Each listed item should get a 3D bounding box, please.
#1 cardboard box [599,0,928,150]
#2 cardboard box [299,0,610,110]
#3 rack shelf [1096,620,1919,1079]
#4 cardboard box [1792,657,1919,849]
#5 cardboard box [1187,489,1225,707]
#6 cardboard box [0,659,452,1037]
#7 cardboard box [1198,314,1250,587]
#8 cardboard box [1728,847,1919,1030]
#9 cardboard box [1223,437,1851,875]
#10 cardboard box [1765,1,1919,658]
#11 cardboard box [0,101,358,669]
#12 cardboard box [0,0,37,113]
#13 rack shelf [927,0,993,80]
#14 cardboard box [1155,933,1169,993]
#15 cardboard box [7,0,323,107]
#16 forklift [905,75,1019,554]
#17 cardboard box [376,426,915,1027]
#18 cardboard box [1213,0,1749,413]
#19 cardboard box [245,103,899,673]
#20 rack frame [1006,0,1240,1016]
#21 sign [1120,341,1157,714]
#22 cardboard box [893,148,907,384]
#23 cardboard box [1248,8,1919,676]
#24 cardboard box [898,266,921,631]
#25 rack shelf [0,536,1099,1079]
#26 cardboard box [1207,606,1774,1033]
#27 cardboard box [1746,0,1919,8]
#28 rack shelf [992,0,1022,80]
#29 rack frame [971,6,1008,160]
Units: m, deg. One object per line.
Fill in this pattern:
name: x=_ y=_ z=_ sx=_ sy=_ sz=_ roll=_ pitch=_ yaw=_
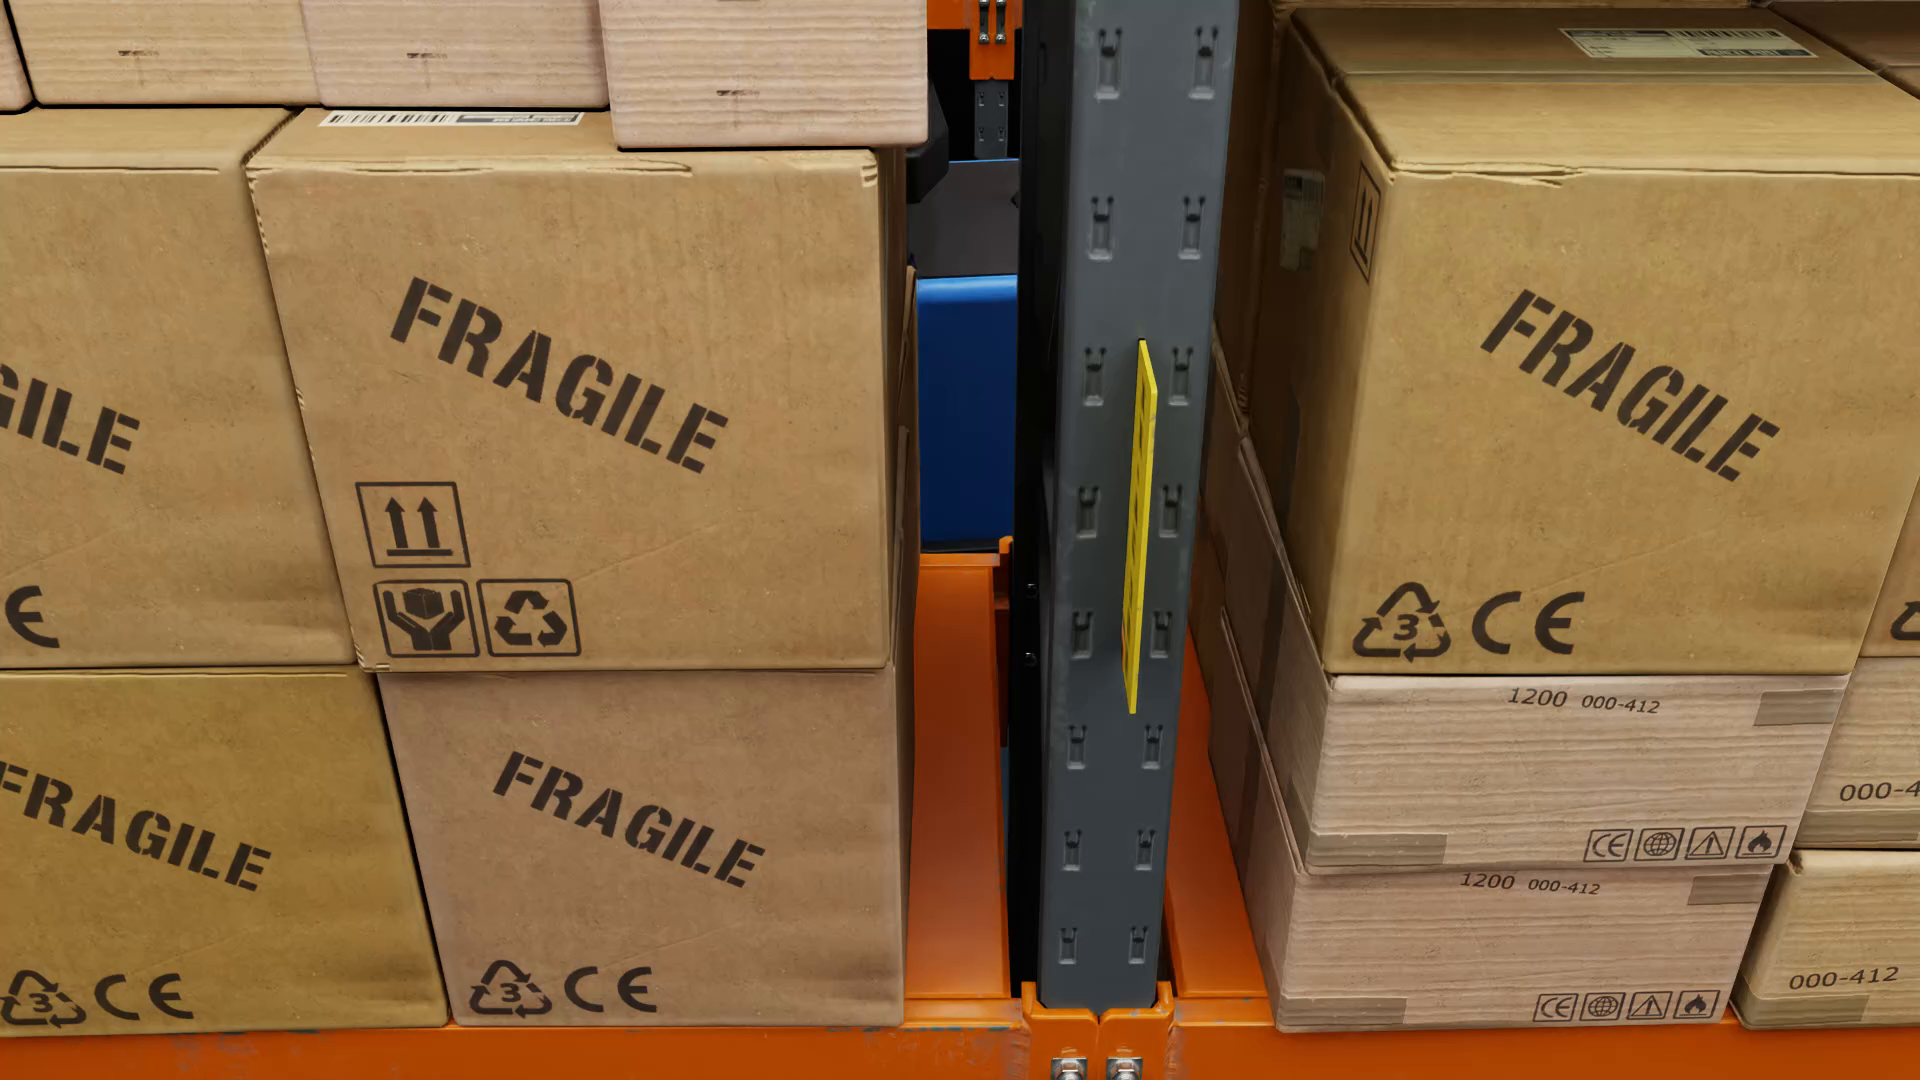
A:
cardboard box: x=-0.156 y=-0.472 z=1.450 sx=0.250 sy=0.149 sz=0.380 roll=-1 pitch=31 yaw=-1
cardboard box: x=-0.420 y=-0.527 z=1.541 sx=0.250 sy=0.149 sz=0.380 roll=1 pitch=31 yaw=1
rack shelf: x=2.150 y=0.411 z=2.374 sx=4.000 sy=0.370 sz=1.077 roll=0 pitch=31 yaw=0
cardboard box: x=1.113 y=0.089 z=1.874 sx=0.500 sy=0.250 sz=0.500 roll=0 pitch=31 yaw=0
cardboard box: x=0.598 y=0.042 z=2.434 sx=0.500 sy=0.250 sz=0.500 roll=-1 pitch=31 yaw=-1
cardboard box: x=-0.826 y=0.206 z=1.923 sx=0.500 sy=0.500 sz=0.500 roll=-1 pitch=31 yaw=-2
cardboard box: x=0.590 y=-0.167 z=2.296 sx=0.500 sy=0.250 sz=0.500 roll=0 pitch=31 yaw=0
cardboard box: x=1.110 y=0.307 z=1.996 sx=0.500 sy=0.250 sz=0.500 roll=-1 pitch=31 yaw=-2
cardboard box: x=0.592 y=0.105 z=1.847 sx=0.500 sy=0.250 sz=0.500 roll=-1 pitch=31 yaw=-2
cardboard box: x=1.101 y=-0.228 z=1.675 sx=0.500 sy=0.500 sz=0.500 roll=0 pitch=31 yaw=-1
cardboard box: x=-0.827 y=-0.218 z=1.658 sx=0.500 sy=0.500 sz=0.500 roll=-1 pitch=31 yaw=-1
cardboard box: x=-0.922 y=-0.521 z=1.532 sx=0.250 sy=0.149 sz=0.380 roll=0 pitch=31 yaw=-1
rack shelf: x=-1.883 y=-2.151 z=6.597 sx=4.000 sy=0.370 sz=1.077 roll=0 pitch=31 yaw=0
cardboard box: x=0.770 y=0.795 z=2.691 sx=0.875 sy=0.875 sz=0.875 roll=1 pitch=31 yaw=1
cardboard box: x=-0.669 y=-0.531 z=1.548 sx=0.250 sy=0.149 sz=0.380 roll=0 pitch=31 yaw=0
forklift: x=-0.879 y=-1.202 z=4.406 sx=3.031 sy=2.935 sz=1.130 roll=-3 pitch=31 yaw=-5
cardboard box: x=-0.312 y=0.201 z=1.930 sx=0.500 sy=0.500 sz=0.500 roll=0 pitch=31 yaw=0
cardboard box: x=0.596 y=-0.492 z=2.109 sx=0.500 sy=0.500 sz=0.500 roll=1 pitch=31 yaw=1
cardboard box: x=-0.320 y=-0.216 z=1.653 sx=0.500 sy=0.500 sz=0.500 roll=0 pitch=31 yaw=-1
rack frame: x=0.150 y=0.108 z=2.180 sx=0.053 sy=2.616 sz=0.949 roll=0 pitch=31 yaw=0
sign: x=0.155 y=-0.006 z=1.457 sx=0.005 sy=0.325 sz=0.100 roll=0 pitch=31 yaw=0
cardboard box: x=-0.327 y=-0.484 z=2.096 sx=0.500 sy=0.500 sz=0.500 roll=0 pitch=31 yaw=0
cardboard box: x=0.592 y=-0.213 z=1.648 sx=0.500 sy=0.500 sz=0.500 roll=0 pitch=31 yaw=0
cardboard box: x=-0.320 y=-0.067 z=2.373 sx=0.500 sy=0.500 sz=0.500 roll=1 pitch=31 yaw=1
rack shelf: x=-1.849 y=0.424 z=2.353 sx=4.000 sy=0.370 sz=1.077 roll=0 pitch=31 yaw=0
cardboard box: x=0.592 y=0.310 z=1.993 sx=0.500 sy=0.250 sz=0.500 roll=-1 pitch=31 yaw=-1
cardboard box: x=1.113 y=-0.497 z=2.118 sx=0.500 sy=0.500 sz=0.500 roll=0 pitch=31 yaw=1
rack shelf: x=2.117 y=-2.163 z=6.618 sx=4.000 sy=0.370 sz=1.077 roll=0 pitch=31 yaw=0
rack frame: x=0.117 y=-2.465 z=6.421 sx=0.127 sy=3.000 sz=1.000 roll=0 pitch=31 yaw=0
